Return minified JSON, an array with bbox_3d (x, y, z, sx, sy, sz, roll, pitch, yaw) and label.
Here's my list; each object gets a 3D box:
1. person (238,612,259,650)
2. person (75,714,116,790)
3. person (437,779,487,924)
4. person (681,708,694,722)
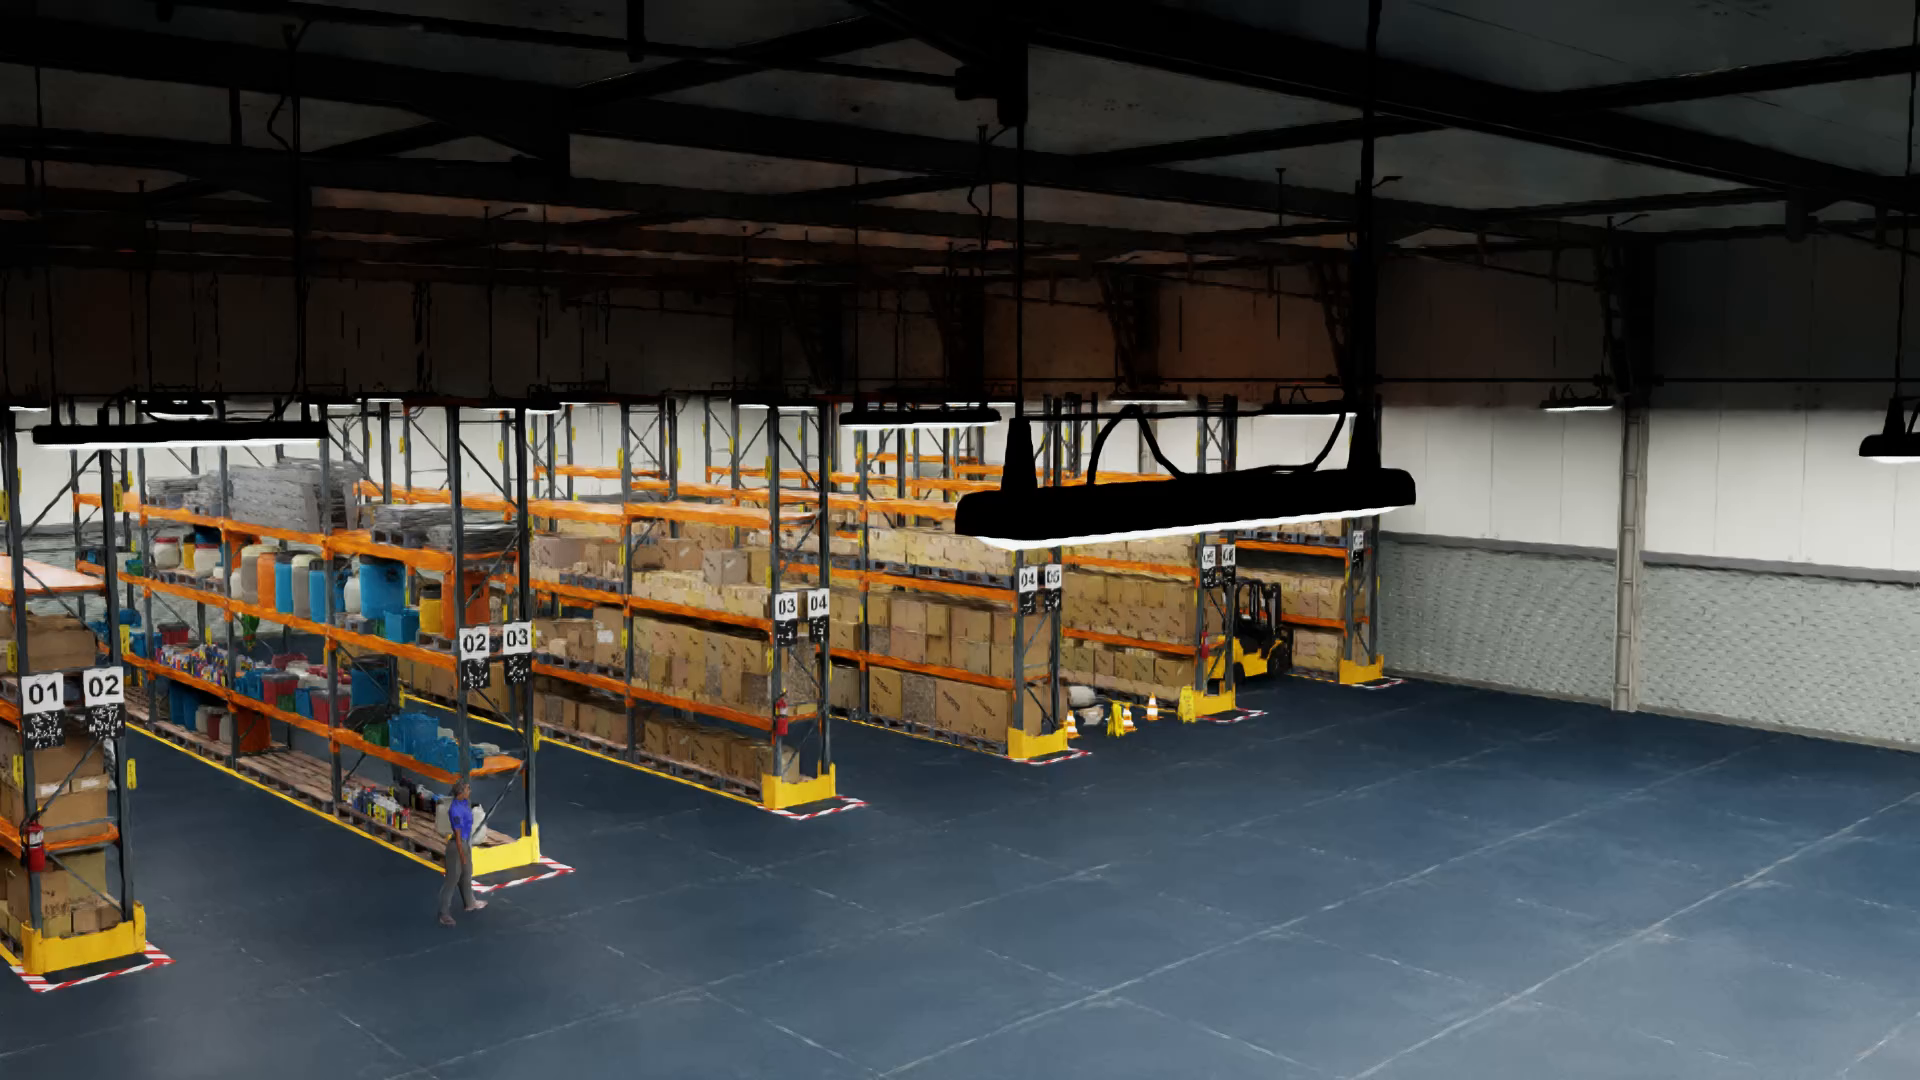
[{"bbox_3d":[-16.615,1.690,39.007,0.533,1.728,1.036,-4,7,-34],"label":"person"},{"bbox_3d":[-13.089,3.046,25.300,0.704,1.707,0.791,-4,7,-38],"label":"person"},{"bbox_3d":[-5.877,3.610,19.540,0.523,1.650,0.683,-1,6,-10],"label":"person"},{"bbox_3d":[-4.874,2.567,29.645,0.630,1.772,0.463,2,6,17],"label":"person"}]
